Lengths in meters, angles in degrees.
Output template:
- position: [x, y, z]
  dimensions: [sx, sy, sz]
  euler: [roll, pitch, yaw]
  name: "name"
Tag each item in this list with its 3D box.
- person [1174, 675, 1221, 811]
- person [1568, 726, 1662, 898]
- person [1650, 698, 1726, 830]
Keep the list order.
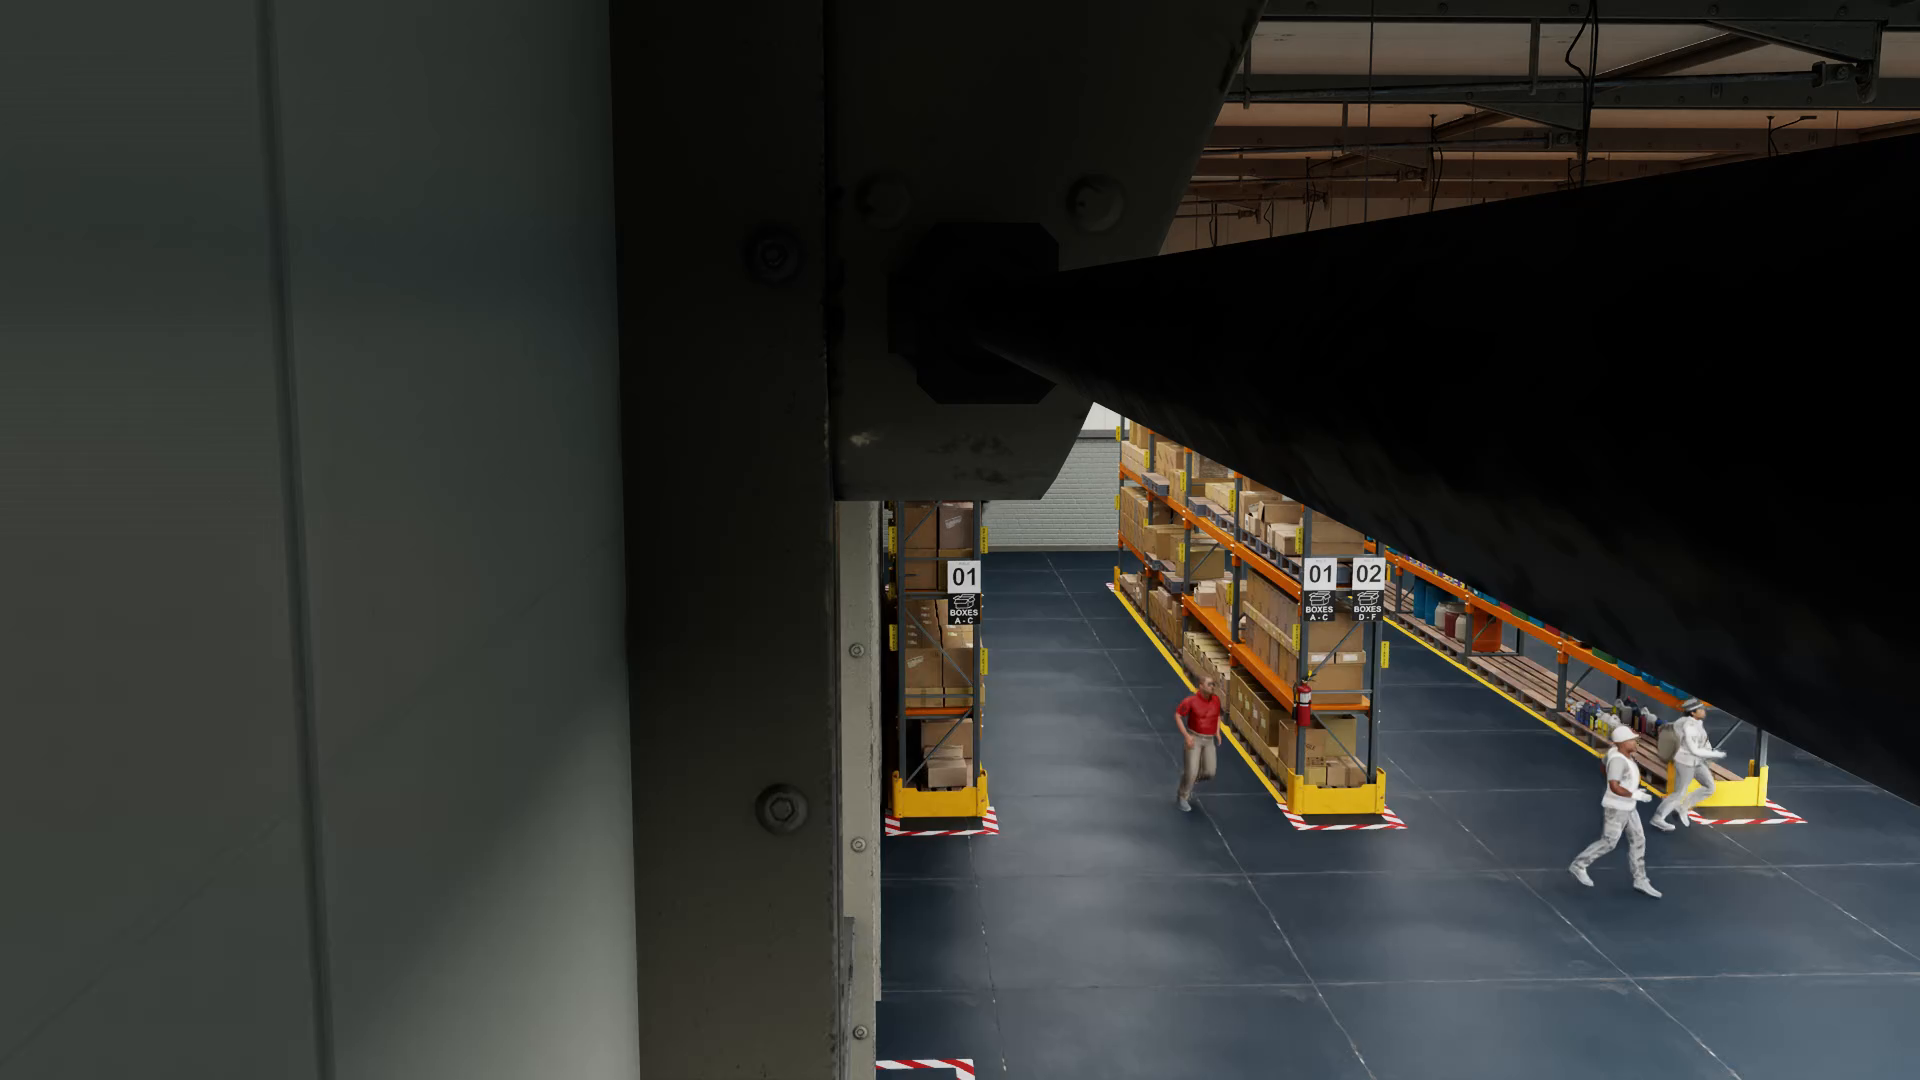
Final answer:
- position: [3.017, 2.527, 20.895]
  dimensions: [0.708, 1.672, 0.554]
  euler: [-4, 9, -23]
  name: "person"
- position: [7.050, 2.843, 17.875]
  dimensions: [0.785, 1.715, 0.721]
  euler: [5, 10, 31]
  name: "person"
- position: [8.706, 2.655, 19.826]
  dimensions: [0.783, 1.651, 0.631]
  euler: [5, 10, 31]
  name: "person"
